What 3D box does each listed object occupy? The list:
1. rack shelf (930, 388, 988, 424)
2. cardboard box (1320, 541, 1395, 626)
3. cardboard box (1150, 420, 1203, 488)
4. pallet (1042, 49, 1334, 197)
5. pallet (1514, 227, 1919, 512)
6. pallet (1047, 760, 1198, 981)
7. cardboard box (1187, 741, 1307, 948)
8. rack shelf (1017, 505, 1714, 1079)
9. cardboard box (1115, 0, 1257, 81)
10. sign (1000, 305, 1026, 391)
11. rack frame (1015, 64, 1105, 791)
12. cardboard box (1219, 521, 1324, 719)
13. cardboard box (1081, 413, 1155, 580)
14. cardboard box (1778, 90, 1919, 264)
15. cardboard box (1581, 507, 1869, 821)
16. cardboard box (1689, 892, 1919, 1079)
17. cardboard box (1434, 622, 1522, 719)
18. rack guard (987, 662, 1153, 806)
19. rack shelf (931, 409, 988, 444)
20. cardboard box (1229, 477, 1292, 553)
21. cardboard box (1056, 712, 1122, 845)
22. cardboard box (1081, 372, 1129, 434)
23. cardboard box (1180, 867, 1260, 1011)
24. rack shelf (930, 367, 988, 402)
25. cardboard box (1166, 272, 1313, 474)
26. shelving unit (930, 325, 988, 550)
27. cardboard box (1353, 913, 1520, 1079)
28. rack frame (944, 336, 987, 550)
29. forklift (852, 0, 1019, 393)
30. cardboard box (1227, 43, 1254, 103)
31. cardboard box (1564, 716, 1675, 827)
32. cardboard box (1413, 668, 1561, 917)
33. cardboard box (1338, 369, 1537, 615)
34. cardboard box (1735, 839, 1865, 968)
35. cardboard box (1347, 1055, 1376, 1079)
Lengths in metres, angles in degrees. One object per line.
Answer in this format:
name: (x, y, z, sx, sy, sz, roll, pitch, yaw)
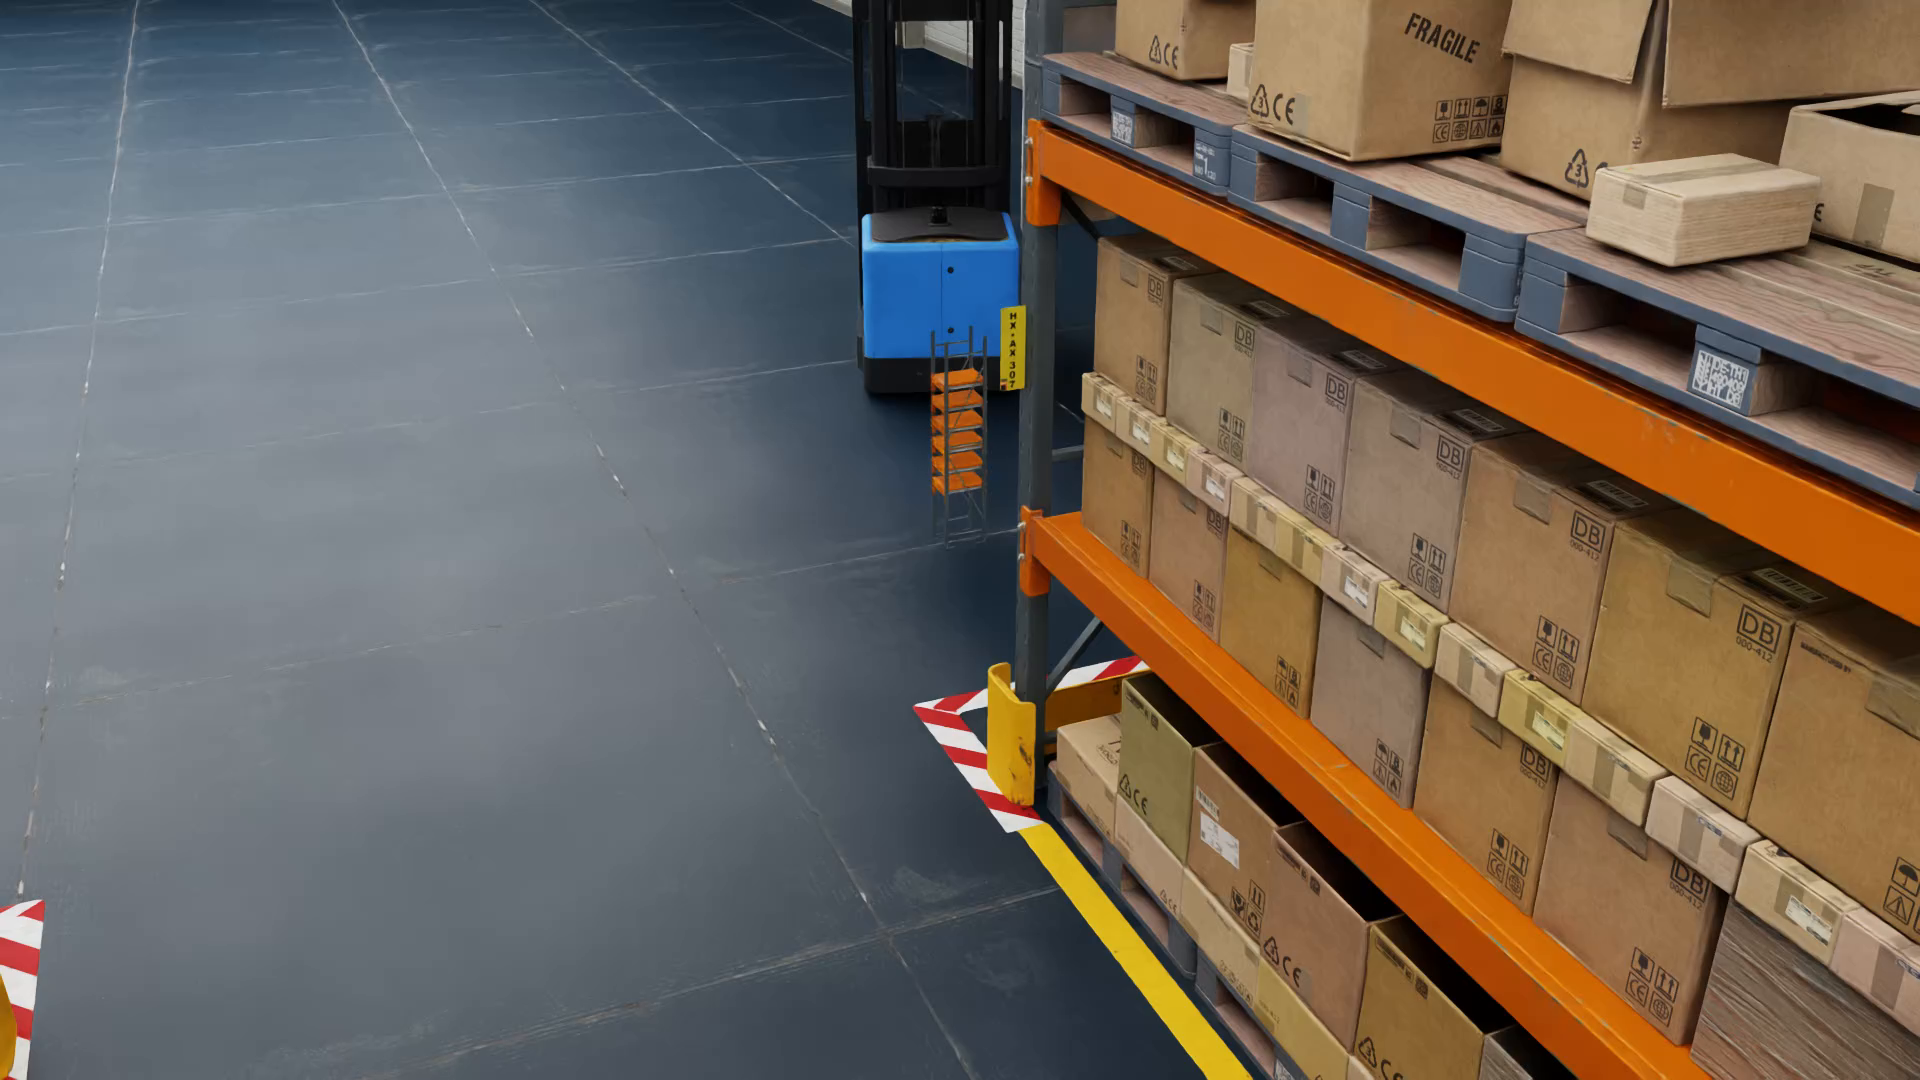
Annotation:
rack shelf: (-0.006, -0.721, 8.913, 0.258, 0.103, 0.180, -11, 28, -21)
cardboard box: (1.268, 0.096, 4.782, 0.380, 0.149, 0.250, -10, 28, -20)
cardboard box: (0.869, -0.318, 5.629, 0.380, 0.149, 0.250, -10, 28, -20)
pallet: (0.964, -1.402, 5.385, 1.003, 0.211, 1.213, -11, 28, -21)
pallet: (1.920, -0.417, 3.367, 1.003, 0.211, 1.213, -11, 28, -21)
pallet: (1.049, 1.171, 6.611, 1.003, 0.211, 1.213, -11, 28, -21)
cardboard box: (1.122, 0.982, 5.621, 0.500, 0.500, 0.500, -11, 28, -21)
rack shelf: (1.495, 0.747, 5.121, 1.077, 0.370, 4.000, -11, 28, -21)
cardboard box: (0.933, -1.797, 5.337, 0.797, 0.503, 0.637, -9, 27, -17)
sign: (0.198, -0.715, 6.220, 0.100, 0.325, 0.005, -11, 28, -21)
rack frame: (0.711, -0.384, 6.617, 1.000, 3.000, 0.127, -11, 28, -21)
cardboard box: (1.282, 0.175, 5.360, 0.700, 0.500, 0.500, -10, 28, -20)
cardboard box: (0.882, -0.238, 6.205, 0.700, 0.500, 0.500, -11, 28, -21)
cardboard box: (2.112, -0.795, 3.504, 0.500, 0.311, 0.500, -12, 29, -23)
cardboard box: (1.899, 0.221, 3.785, 0.700, 0.500, 0.500, -11, 28, -21)
cardboard box: (2.098, 1.008, 3.653, 0.700, 0.500, 0.500, -11, 28, -22)
cardboard box: (1.478, 0.309, 4.346, 0.380, 0.149, 0.250, -10, 28, -19)
rack guard: (0.702, 0.730, 7.186, 1.175, 0.500, 0.348, -11, 28, -21)
rack shelf: (-0.006, -0.613, 8.966, 0.258, 0.103, 0.180, -11, 28, -21)
cardboard box: (1.073, -0.108, 5.200, 0.380, 0.149, 0.250, -12, 28, -22)
cardboard box: (0.717, 0.918, 6.607, 0.500, 0.250, 0.500, -11, 28, -21)
cardboard box: (0.667, -0.525, 6.053, 0.380, 0.149, 0.250, -11, 28, -21)
cardboard box: (1.111, 1.321, 5.781, 0.500, 0.250, 0.500, -11, 28, -21)
rack shelf: (-0.006, -0.829, 8.860, 0.258, 0.103, 0.180, -11, 28, -21)
cardboard box: (1.114, -0.588, 5.444, 0.700, 0.500, 0.500, -11, 28, -22)
shelving unit: (-0.006, -0.545, 8.999, 0.258, 1.200, 0.189, -11, 28, -21)
cardboard box: (1.511, 1.386, 4.793, 0.500, 0.500, 0.500, -11, 28, -21)
rack frame: (0.030, -0.508, 8.923, 0.240, 1.200, 0.006, -11, 28, -21)
forklift: (-0.202, -2.907, 11.864, 1.130, 2.935, 3.031, -1, 26, -3)
cardboard box: (1.010, -1.365, 4.857, 0.380, 0.149, 0.250, -11, 28, -21)
cardboard box: (1.671, 0.510, 3.933, 0.380, 0.149, 0.250, -11, 28, -21)
cardboard box: (1.693, 0.593, 4.503, 0.700, 0.500, 0.500, -10, 28, -20)
cardboard box: (1.509, -0.183, 4.613, 0.700, 0.500, 0.500, -11, 28, -21)
cardboard box: (1.879, 0.721, 3.500, 0.380, 0.149, 0.250, -11, 28, -22)
cardboard box: (1.499, 1.725, 4.953, 0.500, 0.250, 0.500, -11, 28, -21)
